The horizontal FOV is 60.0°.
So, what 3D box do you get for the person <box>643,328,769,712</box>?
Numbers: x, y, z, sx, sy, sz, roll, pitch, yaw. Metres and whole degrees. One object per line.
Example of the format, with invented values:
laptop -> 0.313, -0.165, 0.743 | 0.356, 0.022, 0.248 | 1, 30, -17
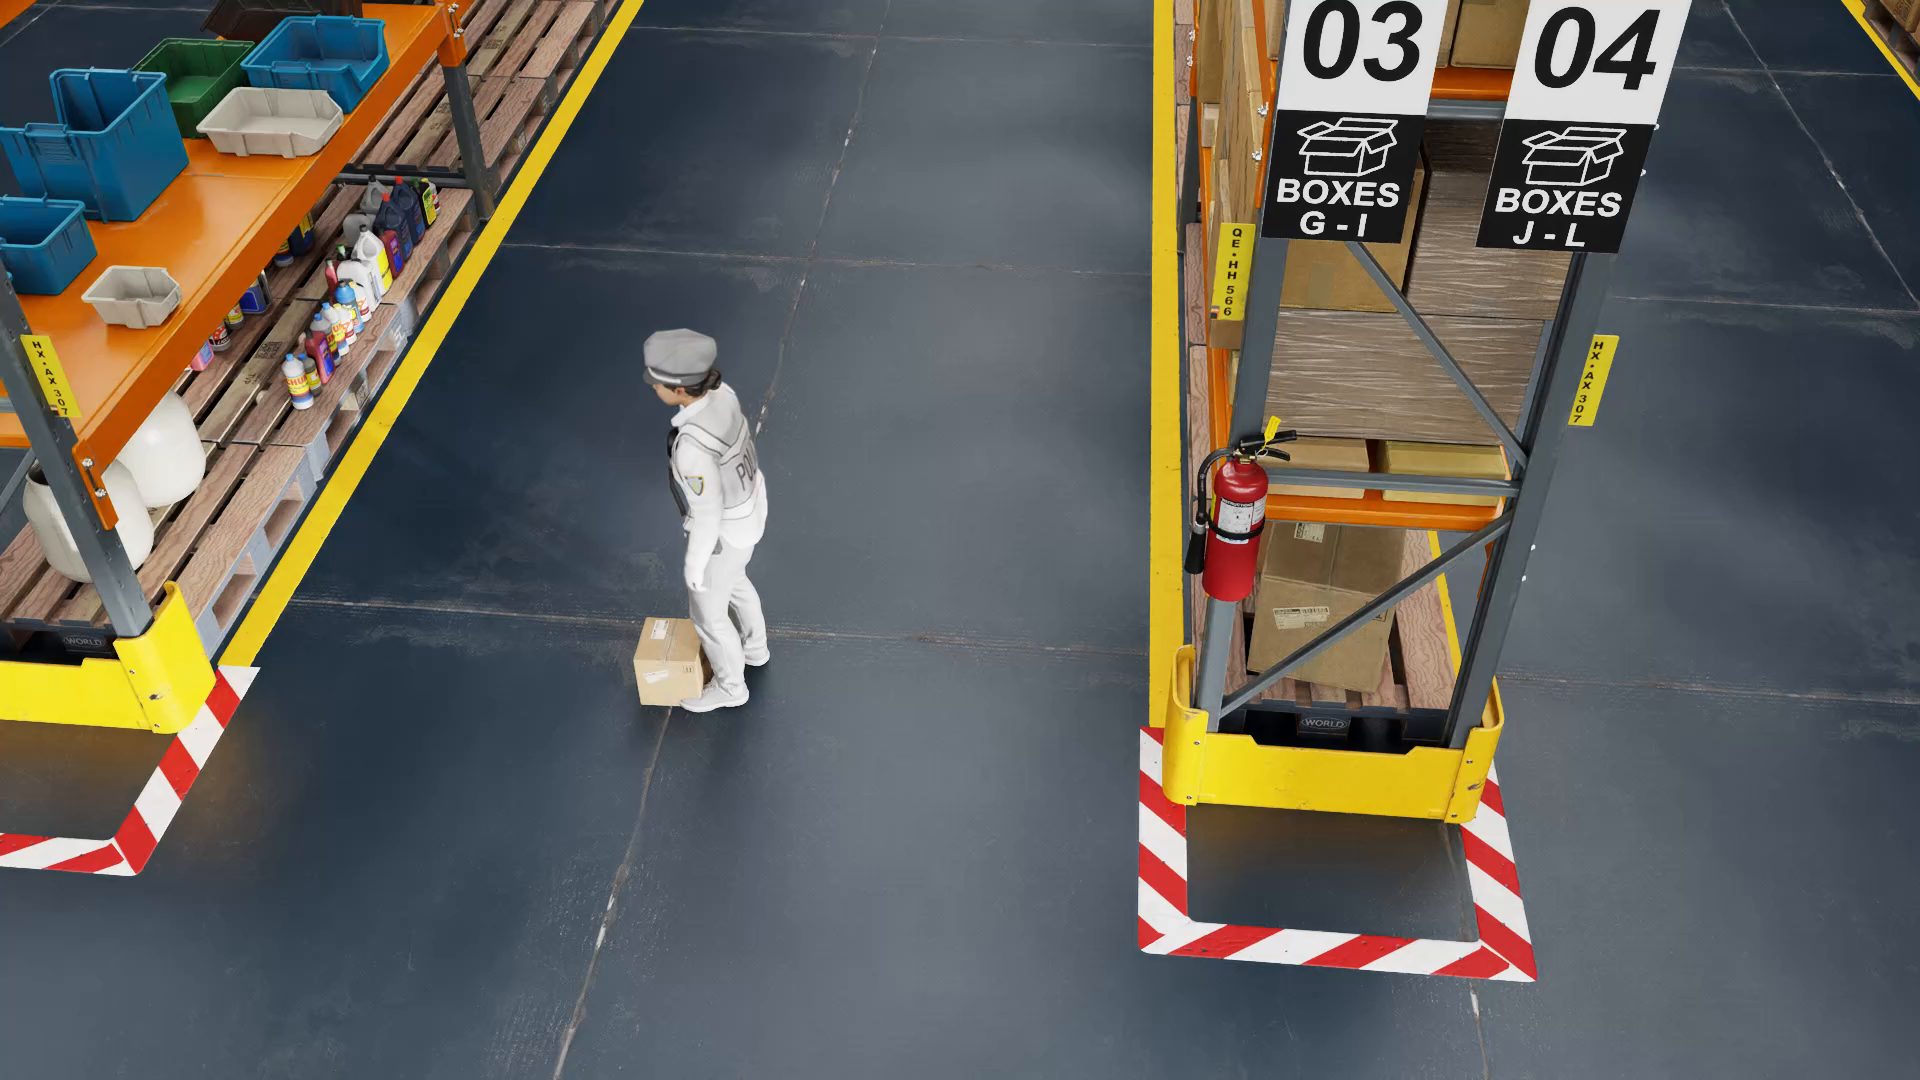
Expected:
person -> -0.923, -0.044, 6.205 | 0.402, 1.664, 0.529 | 4, 40, 4
